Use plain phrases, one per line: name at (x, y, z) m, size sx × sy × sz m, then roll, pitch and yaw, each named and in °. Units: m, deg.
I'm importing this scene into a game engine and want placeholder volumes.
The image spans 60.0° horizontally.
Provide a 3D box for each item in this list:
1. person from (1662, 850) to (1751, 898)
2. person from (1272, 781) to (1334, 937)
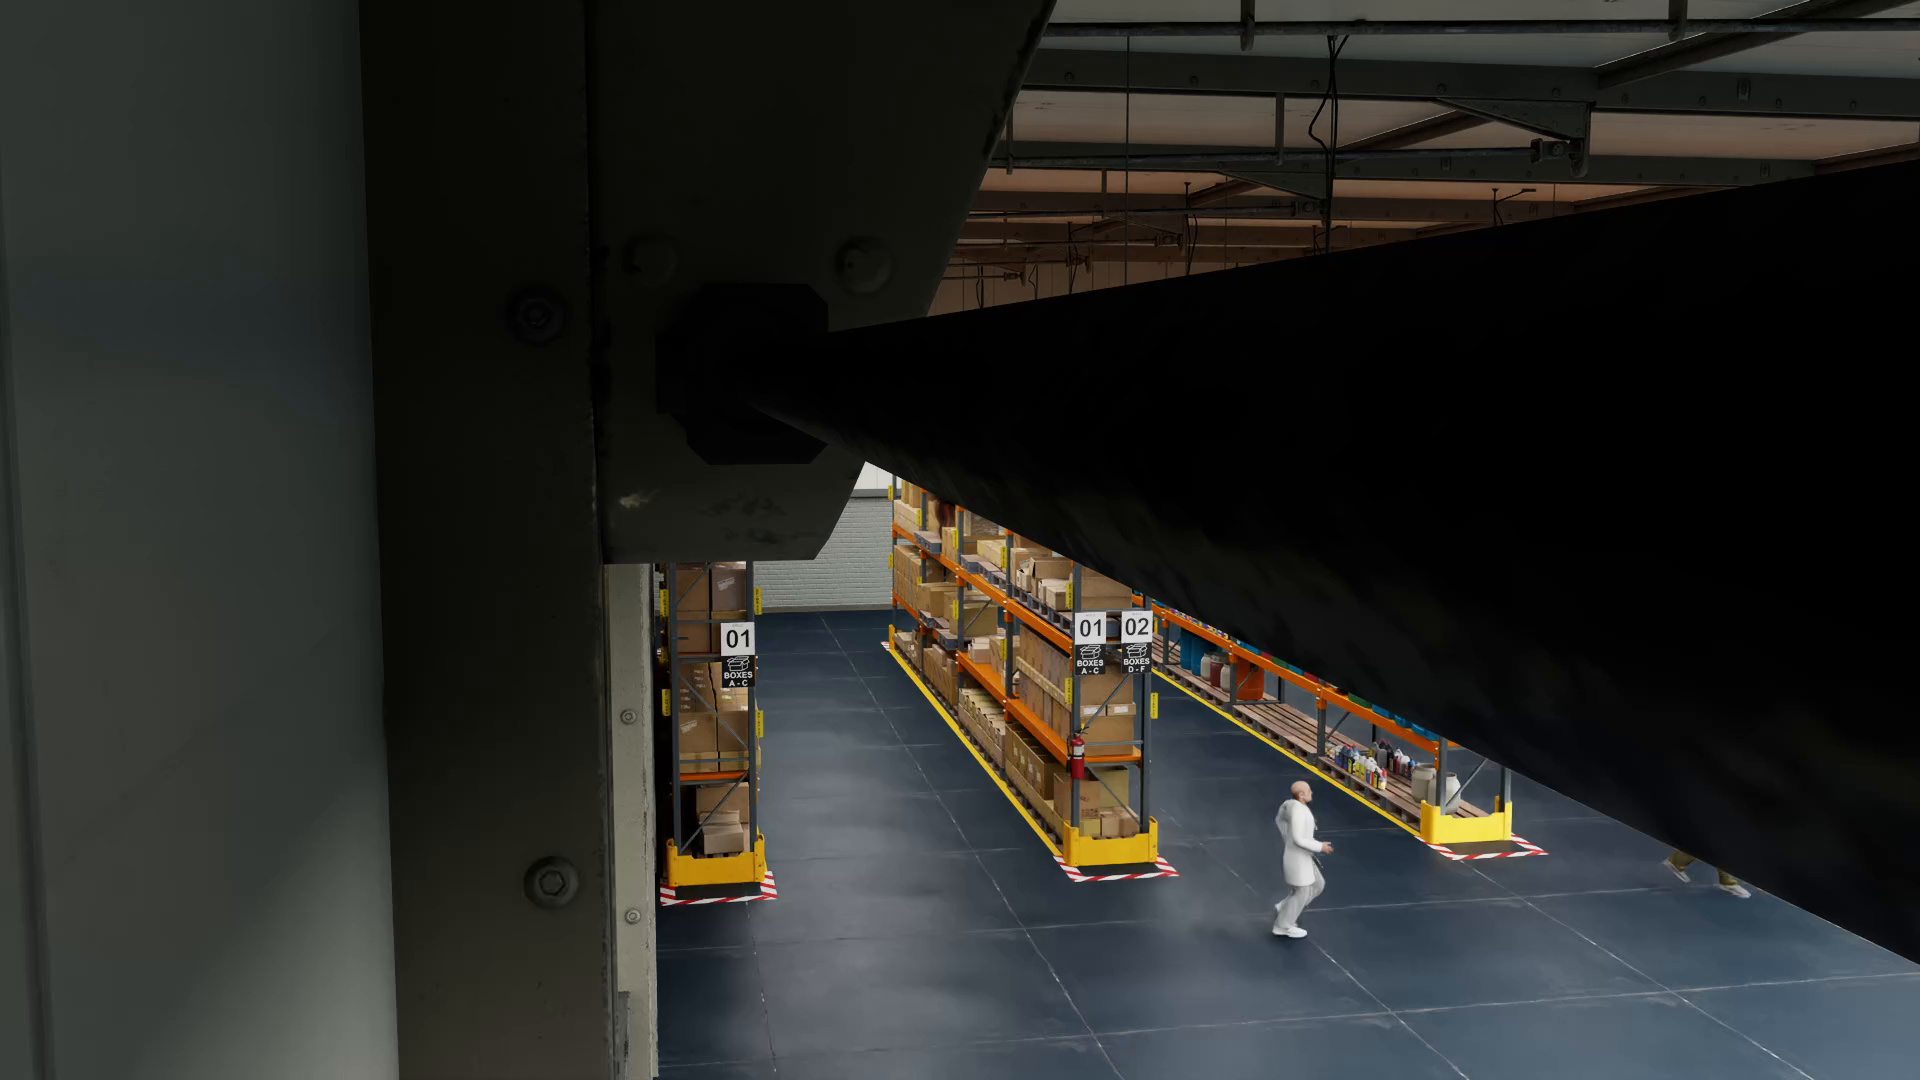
person at (8.941, 3.302, 19.842) m, size 0.988 × 1.803 × 0.686 m, roll 3°, pitch 7°, yaw 25°
person at (3.765, 3.495, 18.212) m, size 0.624 × 1.742 × 0.714 m, roll 1°, pitch 6°, yaw 10°
